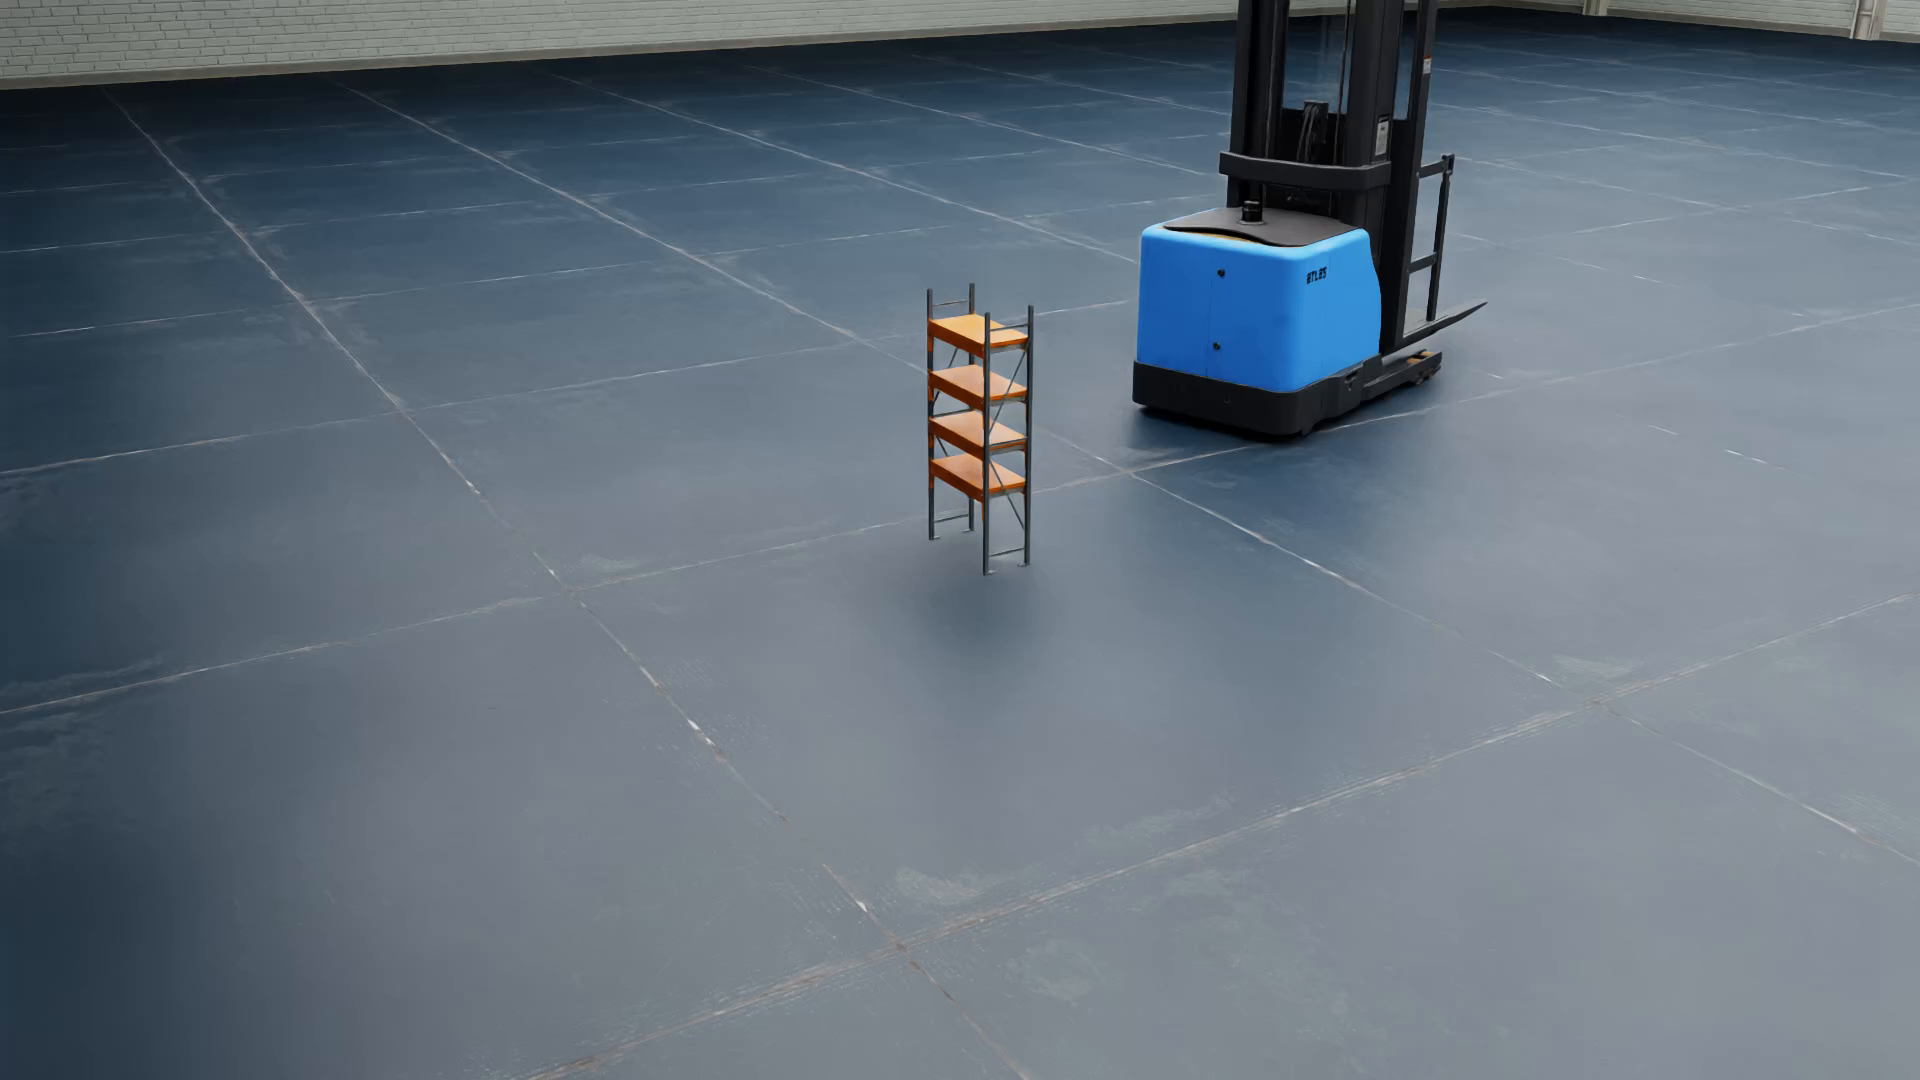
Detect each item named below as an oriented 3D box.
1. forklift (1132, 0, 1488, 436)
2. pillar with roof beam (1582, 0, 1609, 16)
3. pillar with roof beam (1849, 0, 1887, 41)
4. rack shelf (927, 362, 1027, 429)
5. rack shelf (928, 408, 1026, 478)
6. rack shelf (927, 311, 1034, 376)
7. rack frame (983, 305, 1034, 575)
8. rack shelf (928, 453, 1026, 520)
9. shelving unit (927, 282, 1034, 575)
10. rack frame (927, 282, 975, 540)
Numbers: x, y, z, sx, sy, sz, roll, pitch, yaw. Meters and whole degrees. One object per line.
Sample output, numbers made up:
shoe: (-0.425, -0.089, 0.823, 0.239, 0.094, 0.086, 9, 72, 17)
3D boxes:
forklift: (2.325, -2.408, 9.843, 1.130, 2.935, 3.031, 17, 28, 36)
pillar with roof beam: (9.633, -14.364, 31.199, 9.100, 9.000, 0.400, -13, 25, -28)
pillar with roof beam: (12.698, -12.422, 26.421, 9.100, 9.000, 0.400, -13, 25, -28)
rack shelf: (0.085, -0.647, 7.395, 0.258, 0.148, 0.480, -13, 25, -28)
rack shelf: (0.085, -0.440, 7.479, 0.258, 0.148, 0.480, -13, 25, -28)
rack shelf: (0.085, -0.866, 7.306, 0.258, 0.148, 0.480, -13, 25, -28)
rack frame: (0.209, -0.423, 7.259, 0.240, 1.200, 0.015, -13, 25, -28)
rack shelf: (0.085, -0.256, 7.554, 0.258, 0.148, 0.480, -13, 25, -28)
shelving unit: (0.085, -0.502, 7.454, 0.258, 1.200, 0.503, -13, 25, -28)
rack frame: (-0.040, -0.581, 7.648, 0.240, 1.200, 0.015, -13, 25, -28)
